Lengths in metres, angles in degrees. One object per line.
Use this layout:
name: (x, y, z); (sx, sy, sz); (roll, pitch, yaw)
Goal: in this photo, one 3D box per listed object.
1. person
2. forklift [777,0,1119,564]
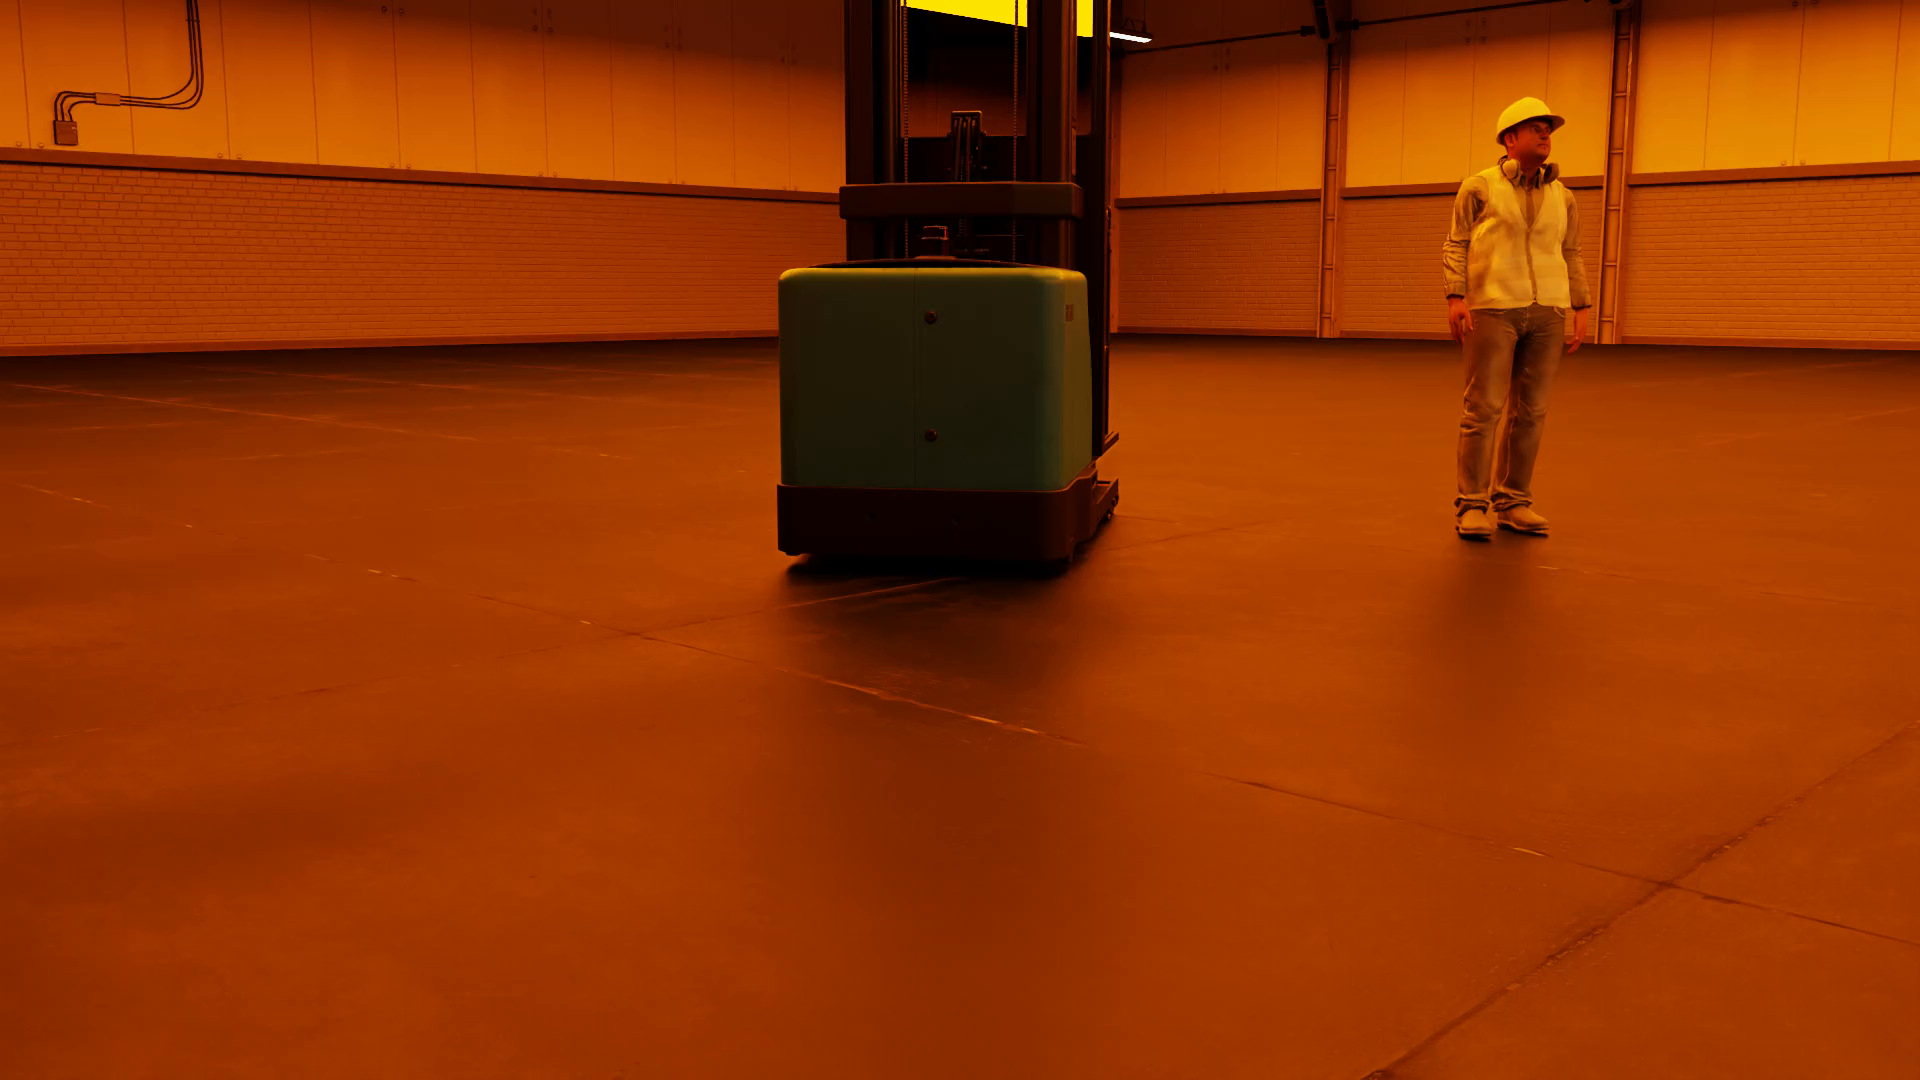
person: (2.316, -0.923, 6.841); (0.633, 1.776, 0.566); (-1, 9, -8)
forklift: (0.112, -1.541, 7.107); (1.130, 2.935, 3.031); (2, 9, 10)
